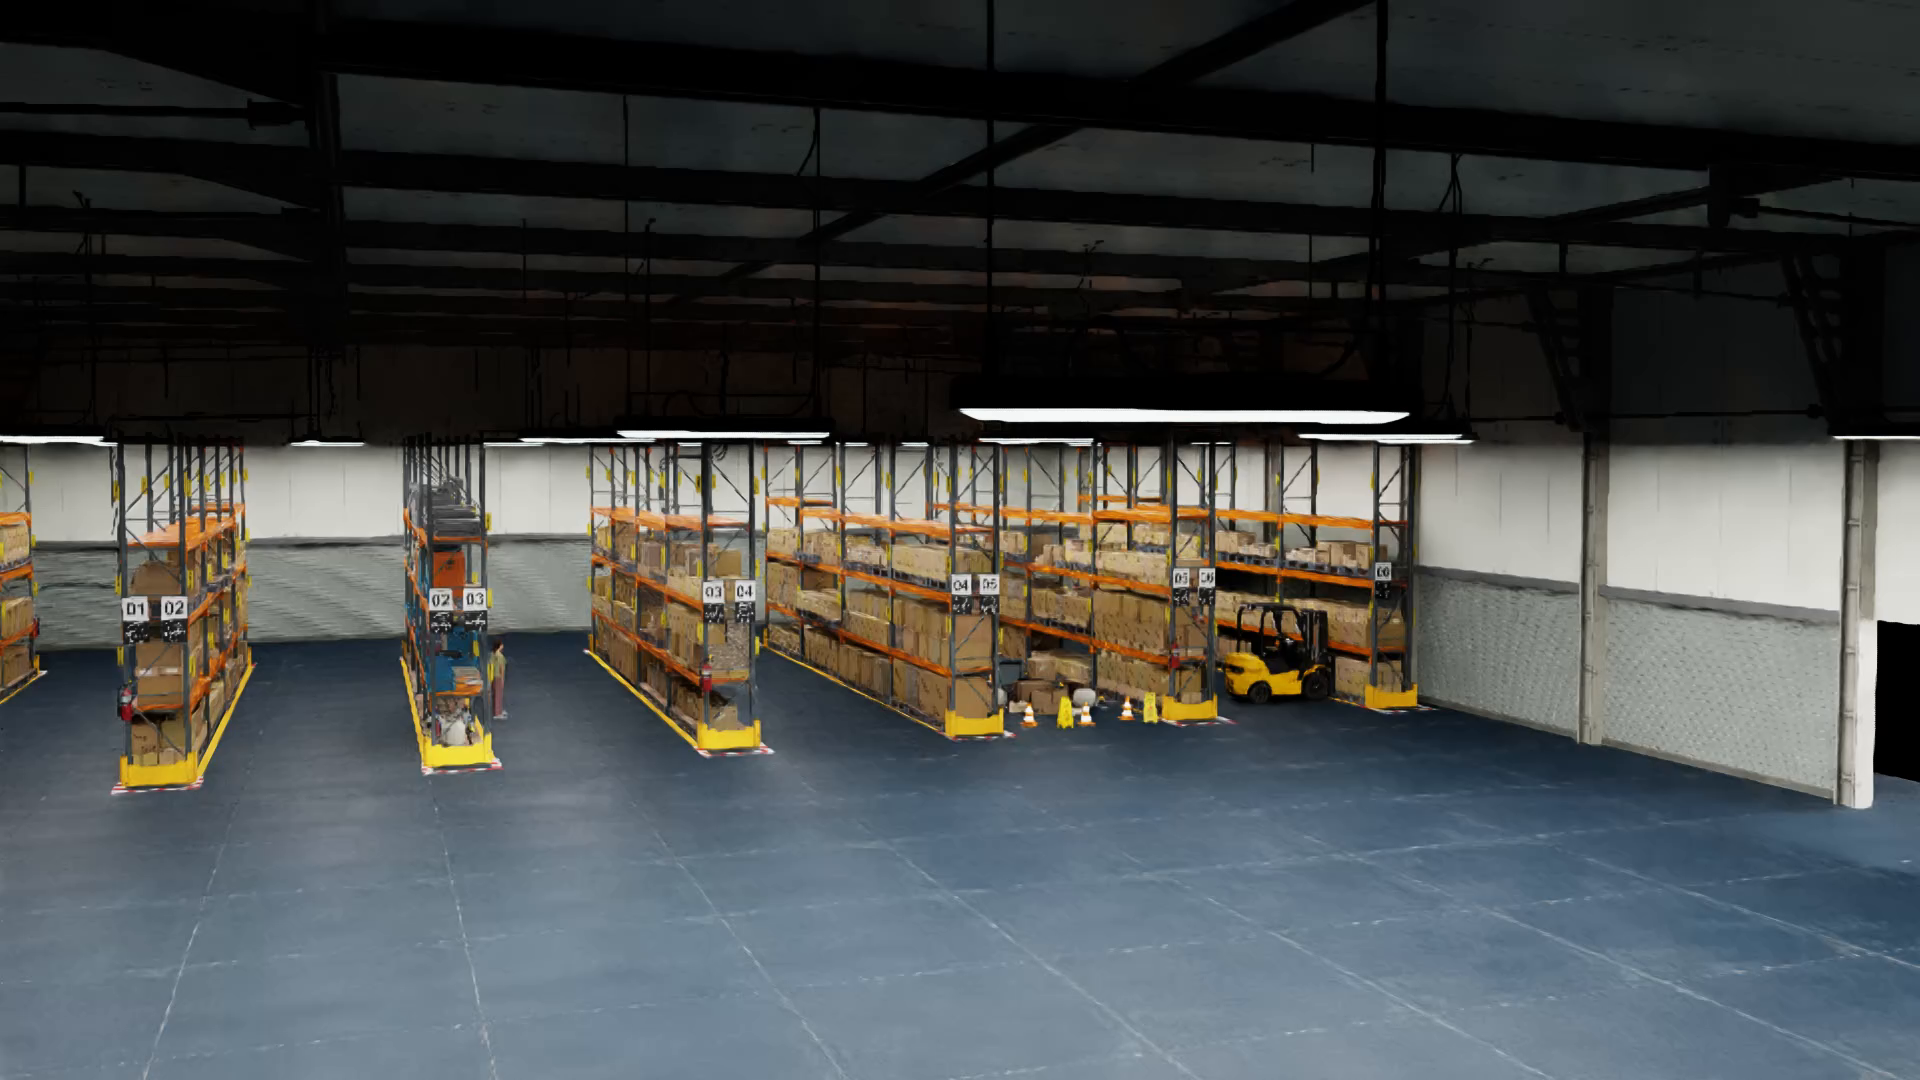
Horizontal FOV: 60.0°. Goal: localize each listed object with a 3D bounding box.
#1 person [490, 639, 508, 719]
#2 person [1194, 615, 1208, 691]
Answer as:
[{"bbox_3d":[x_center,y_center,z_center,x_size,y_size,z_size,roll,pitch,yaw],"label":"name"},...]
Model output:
[{"bbox_3d":[-9.728,2.919,35.168,0.454,1.678,0.541,-3,4,-43],"label":"person"},{"bbox_3d":[5.600,2.746,39.138,0.556,1.586,0.631,1,3,9],"label":"person"}]
